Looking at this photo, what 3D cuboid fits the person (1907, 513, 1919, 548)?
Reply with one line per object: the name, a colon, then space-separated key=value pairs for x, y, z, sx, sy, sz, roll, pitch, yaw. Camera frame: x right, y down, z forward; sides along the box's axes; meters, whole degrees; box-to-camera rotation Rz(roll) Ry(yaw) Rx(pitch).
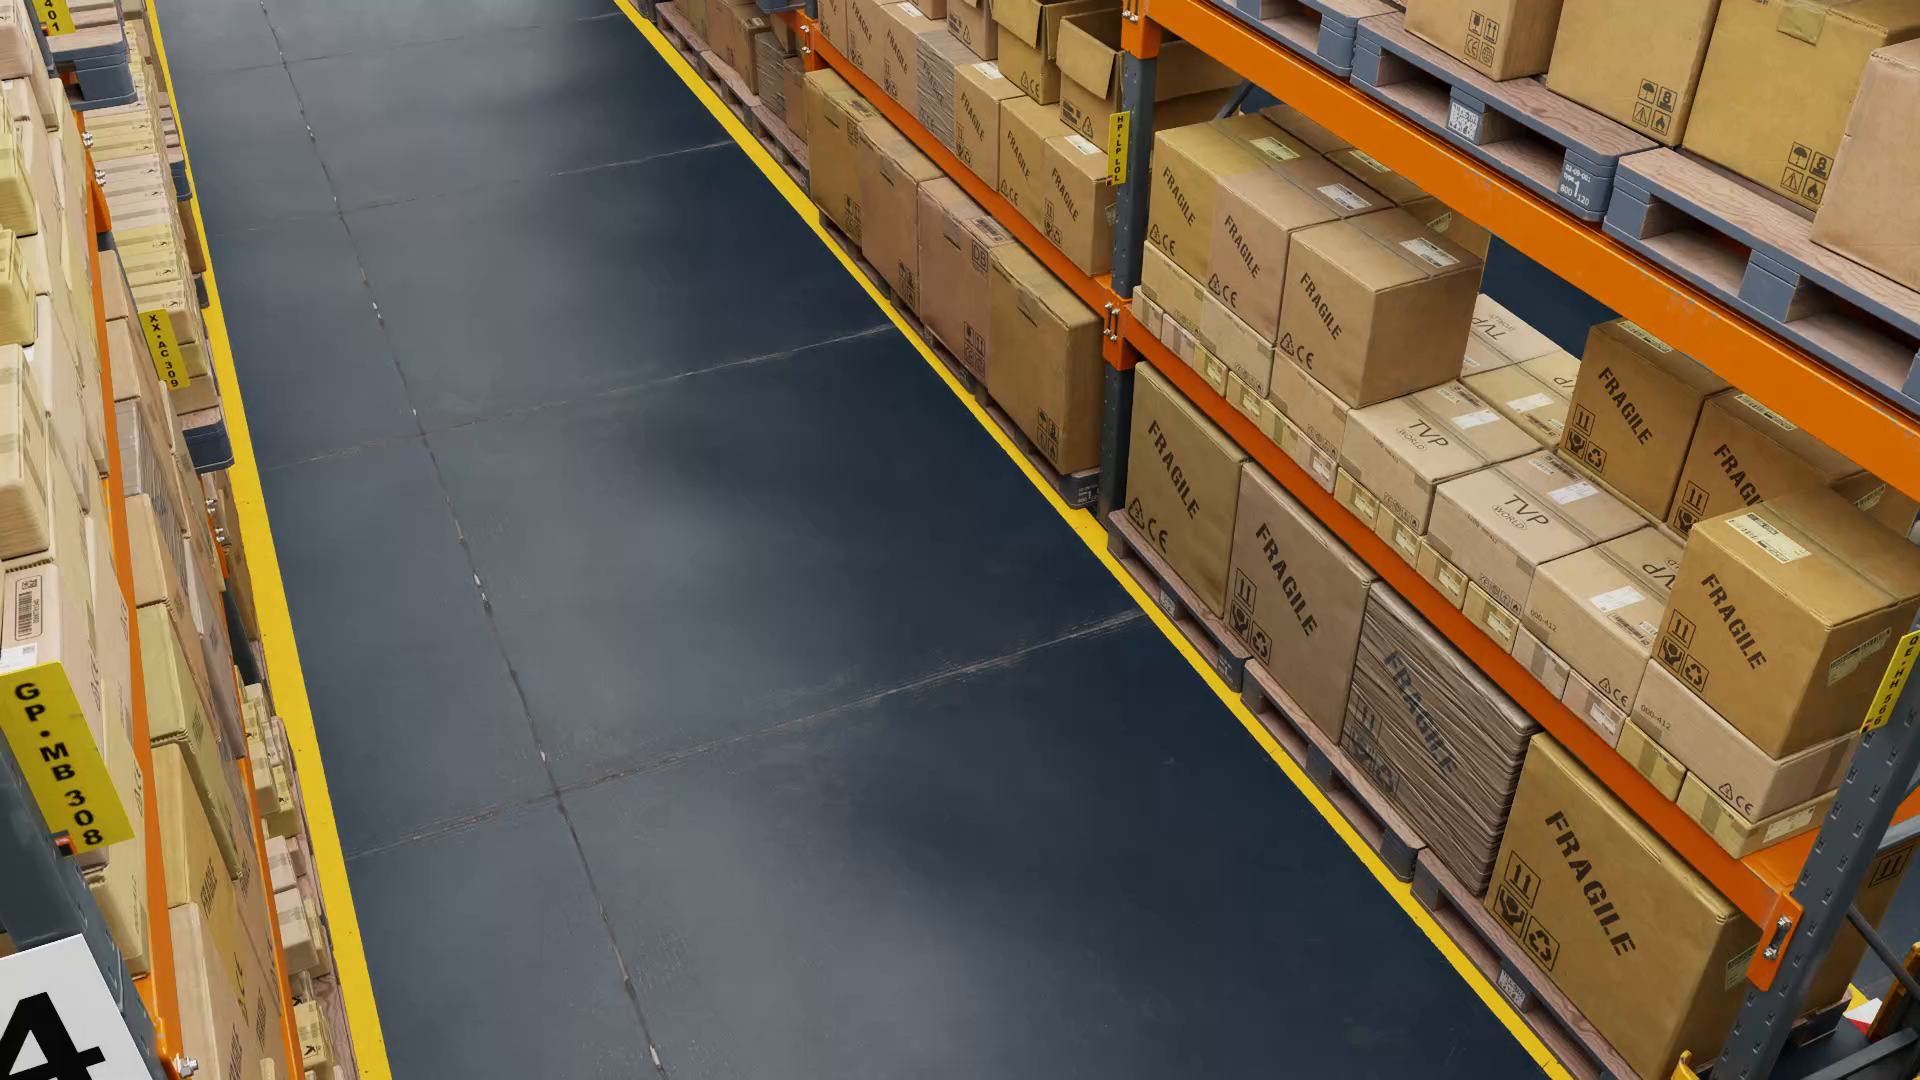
person: x=3.785 y=0.181 z=6.576 sx=0.601 sy=1.778 sz=0.848 roll=-16 pitch=40 yaw=-20
